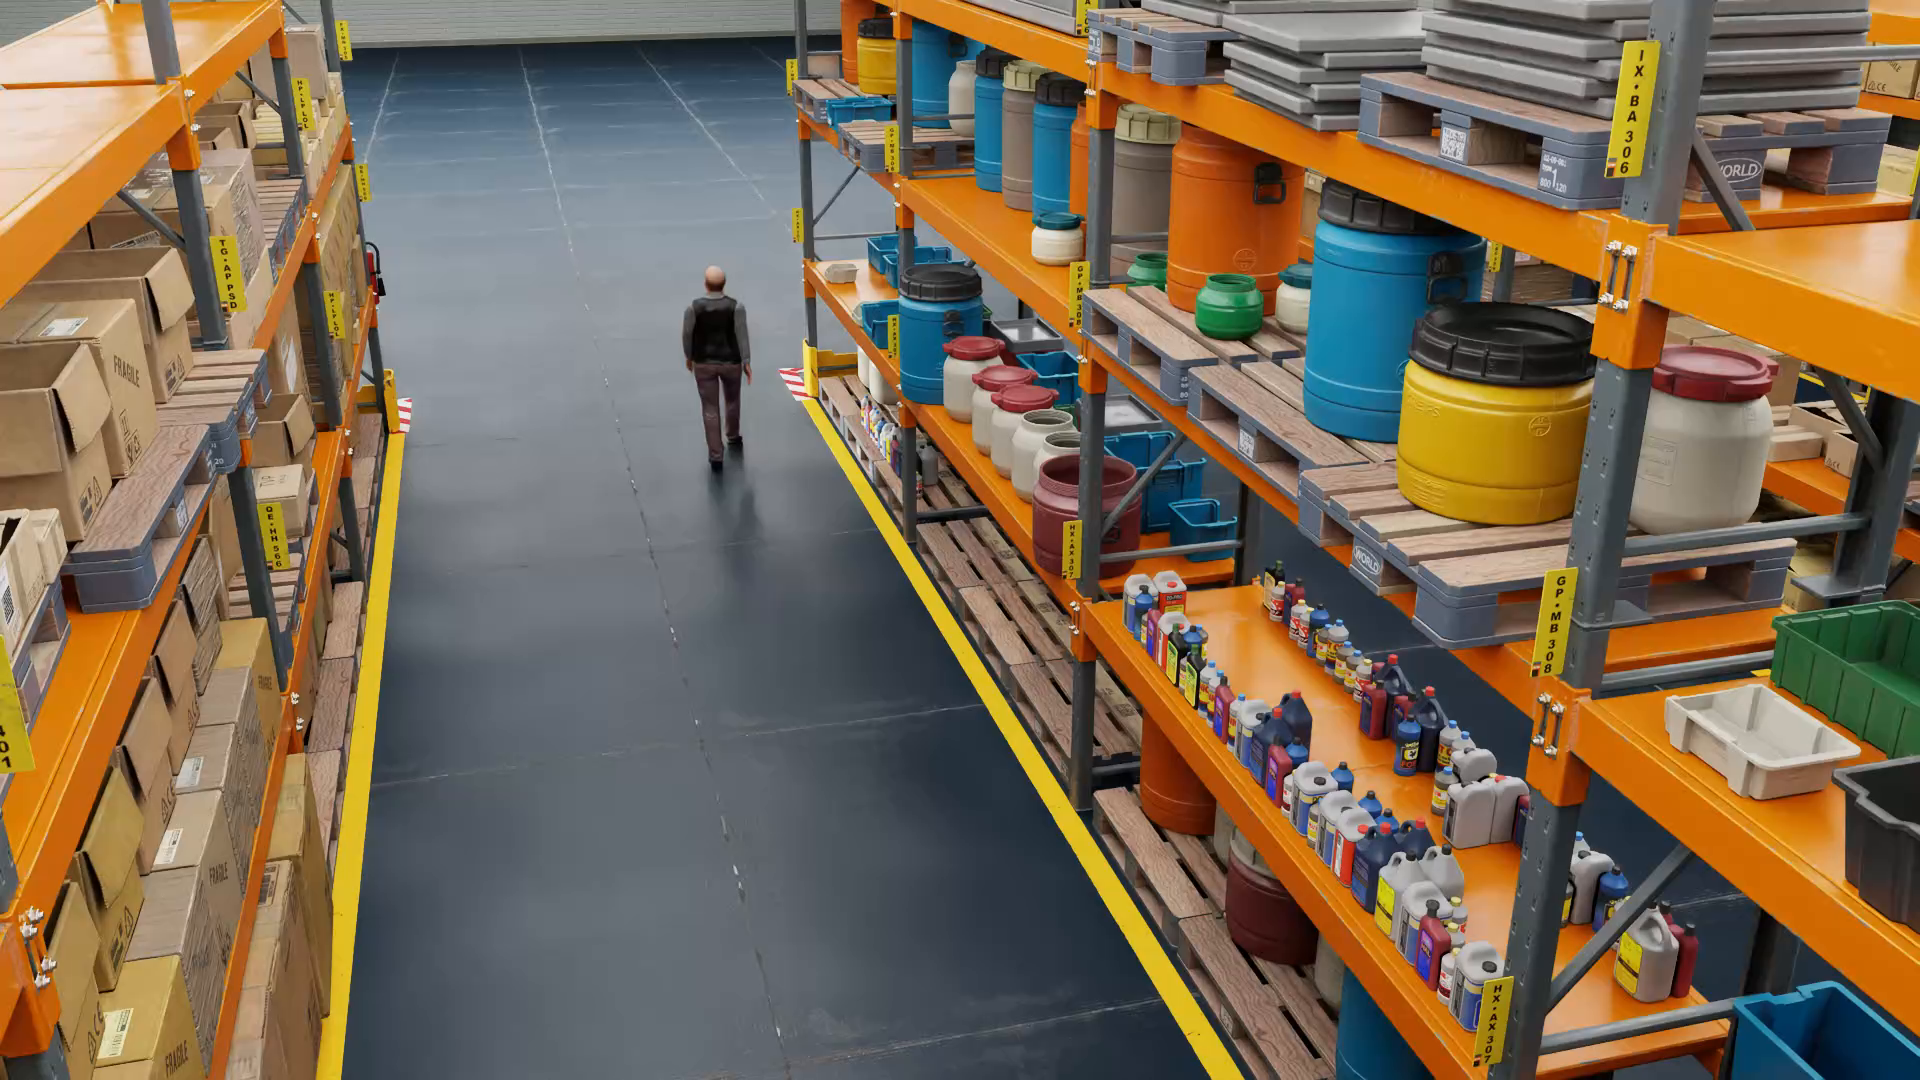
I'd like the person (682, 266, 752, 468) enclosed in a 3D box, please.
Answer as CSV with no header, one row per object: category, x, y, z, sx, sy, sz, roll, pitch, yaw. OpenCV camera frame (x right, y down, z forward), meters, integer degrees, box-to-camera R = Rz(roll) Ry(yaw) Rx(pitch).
person,-2.102,-1.542,14.338,0.561,1.690,0.897,-6,23,-13
